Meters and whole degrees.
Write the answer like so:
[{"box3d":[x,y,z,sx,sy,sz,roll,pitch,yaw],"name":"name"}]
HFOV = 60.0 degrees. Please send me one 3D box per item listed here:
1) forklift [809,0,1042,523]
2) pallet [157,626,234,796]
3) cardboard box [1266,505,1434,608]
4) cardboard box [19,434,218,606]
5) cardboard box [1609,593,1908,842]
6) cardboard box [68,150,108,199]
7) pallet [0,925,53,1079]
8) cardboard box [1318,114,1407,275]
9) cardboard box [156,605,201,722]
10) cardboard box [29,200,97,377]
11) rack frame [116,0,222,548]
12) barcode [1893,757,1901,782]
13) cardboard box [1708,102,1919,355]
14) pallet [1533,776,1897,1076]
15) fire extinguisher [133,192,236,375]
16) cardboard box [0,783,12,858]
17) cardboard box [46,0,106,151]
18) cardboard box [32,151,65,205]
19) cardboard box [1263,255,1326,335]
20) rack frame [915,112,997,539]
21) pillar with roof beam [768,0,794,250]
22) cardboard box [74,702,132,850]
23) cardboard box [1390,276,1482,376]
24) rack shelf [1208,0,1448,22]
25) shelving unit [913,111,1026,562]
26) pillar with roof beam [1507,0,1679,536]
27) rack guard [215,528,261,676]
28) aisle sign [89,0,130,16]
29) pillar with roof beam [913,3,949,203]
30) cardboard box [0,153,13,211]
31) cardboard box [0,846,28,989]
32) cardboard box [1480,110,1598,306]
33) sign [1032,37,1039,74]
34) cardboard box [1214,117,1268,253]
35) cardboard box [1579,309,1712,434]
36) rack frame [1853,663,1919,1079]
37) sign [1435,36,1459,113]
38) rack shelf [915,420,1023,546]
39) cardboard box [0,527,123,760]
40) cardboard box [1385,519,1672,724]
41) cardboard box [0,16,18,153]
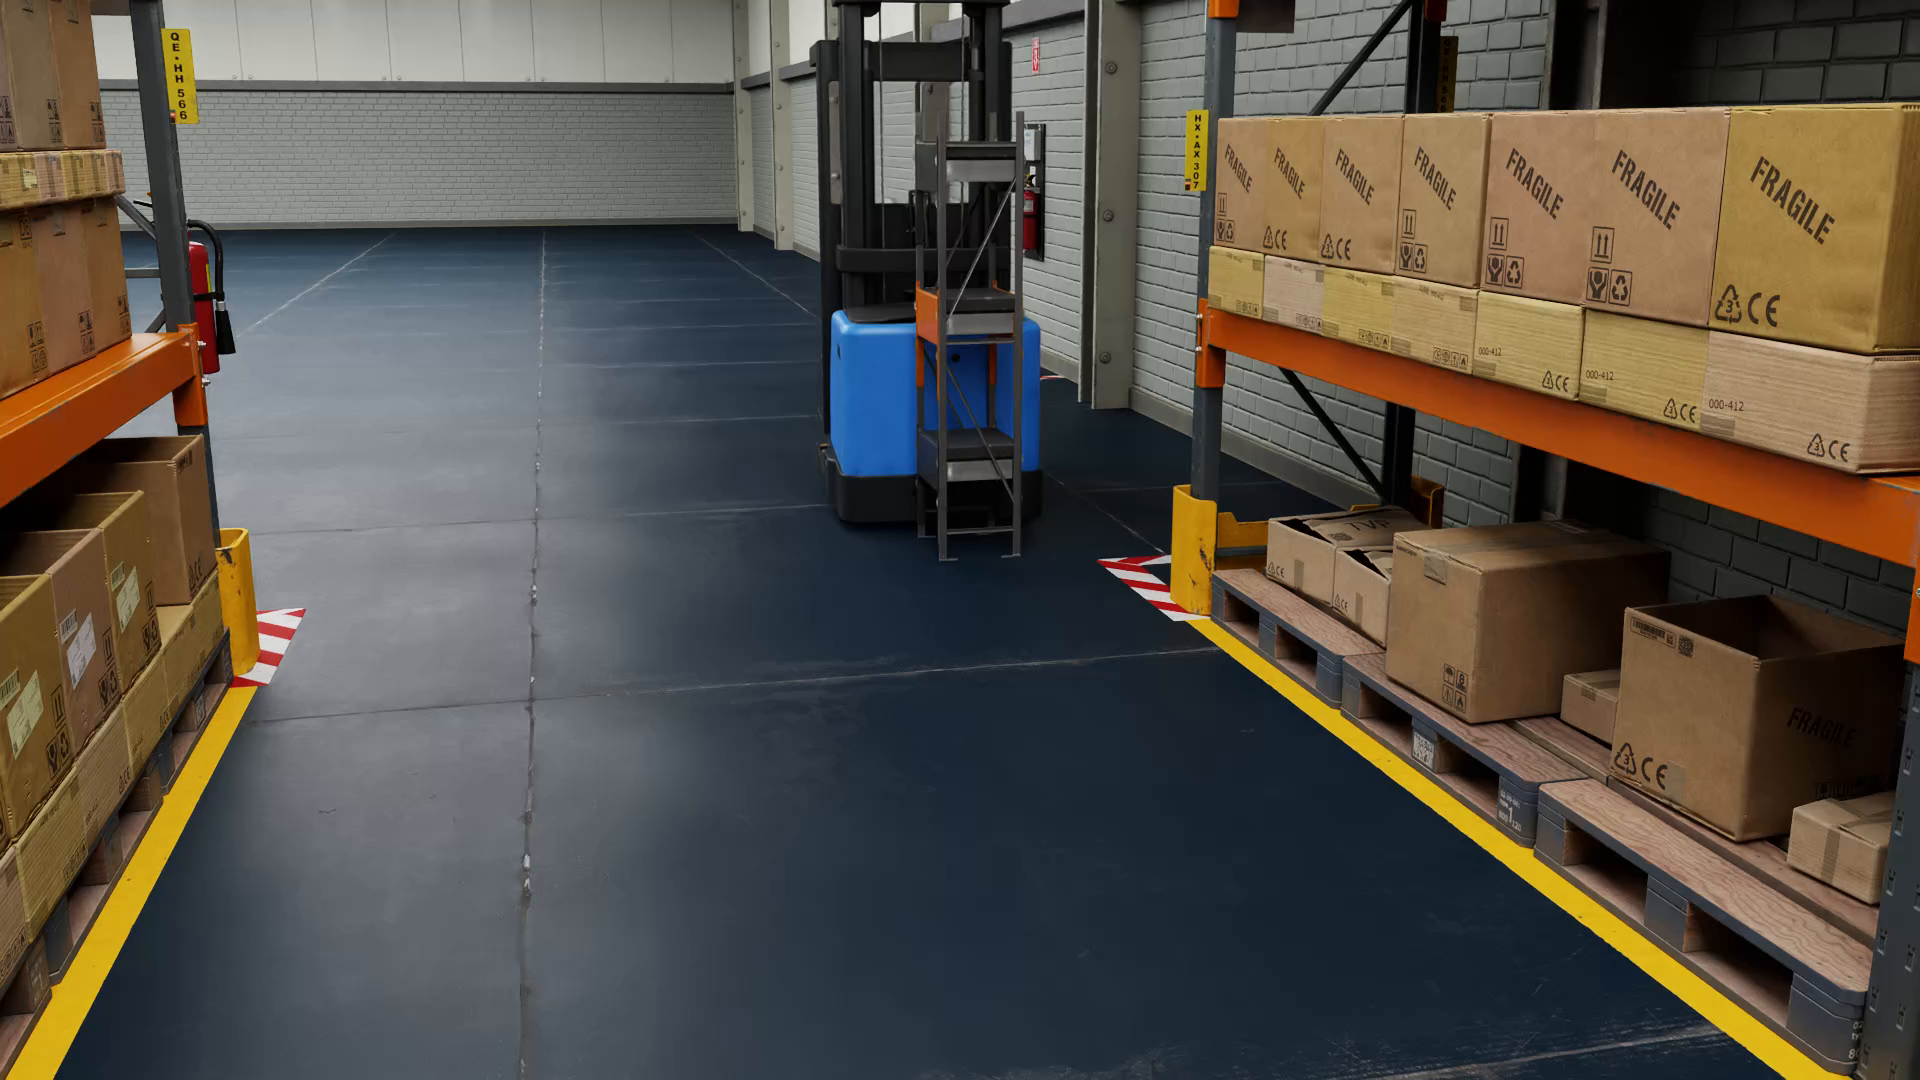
[{"box3d":[-0.288,-1.812,9.668,1.130,2.935,3.031,-2,14,-8],"name":"forklift"},{"box3d":[-3.086,0.585,5.586,1.003,0.211,1.213,-3,14,-13],"name":"pallet"},{"box3d":[1.583,0.037,6.694,0.500,0.311,0.500,-5,15,-20],"name":"cardboard box"},{"box3d":[-2.891,-0.069,5.716,0.500,0.500,0.500,-3,14,-13],"name":"cardboard box"},{"box3d":[2.165,0.466,4.539,0.500,0.500,0.500,-4,14,-17],"name":"cardboard box"},{"box3d":[-2.968,-1.169,5.314,0.380,0.149,0.250,-3,14,-12],"name":"cardboard box"},{"box3d":[-2.513,1.148,3.282,1.003,0.211,1.213,-3,14,-13],"name":"pallet"},{"box3d":[1.550,-1.160,5.550,0.500,0.500,0.500,-4,14,-15],"name":"cardboard box"},{"box3d":[-2.764,0.410,5.335,0.500,0.250,0.500,-3,14,-13],"name":"cardboard box"},{"box3d":[-3.081,-0.762,5.017,0.700,0.500,0.500,-3,14,-12],"name":"cardboard box"},{"box3d":[-3.306,-0.943,5.967,1.000,3.000,0.127,-3,14,-13],"name":"rack frame"},{"box3d":[2.540,0.626,4.473,0.001,0.075,0.075,-3,14,-13],"name":"barcode"},{"box3d":[2.036,-0.690,3.626,0.500,0.500,0.500,-3,14,-13],"name":"cardboard box"},{"box3d":[2.255,0.904,4.281,1.003,0.211,1.213,-3,14,-13],"name":"pallet"},{"box3d":[-2.882,-0.959,6.194,0.296,0.674,0.183,-3,14,-13],"name":"fire extinguisher"},{"box3d":[-2.296,0.508,3.357,0.500,0.500,0.500,-3,14,-13],"name":"cardboard box"},{"box3d":[-3.196,-1.501,5.308,0.700,0.500,0.500,-3,14,-13],"name":"cardboard box"},{"box3d":[-2.851,-1.052,4.835,0.380,0.149,0.250,-3,14,-12],"name":"cardboard box"},{"box3d":[1.450,-0.908,6.096,0.500,0.250,0.500,-4,14,-15],"name":"cardboard box"},{"box3d":[-0.018,-1.038,8.252,0.400,2.100,0.015,-3,14,-13],"name":"rack frame"},{"box3d":[-7.308,-9.318,27.605,9.100,9.000,0.400,-3,14,-13],"name":"pillar with roof beam"},{"box3d":[-2.529,0.641,4.391,0.500,0.250,0.500,-3,14,-13],"name":"cardboard box"},{"box3d":[1.680,-0.673,5.136,0.500,0.250,0.500,-3,14,-13],"name":"cardboard box"},{"box3d":[1.978,-1.866,4.942,1.077,0.370,4.000,-3,14,-13],"name":"rack shelf"},{"box3d":[0.039,-0.982,8.022,0.431,2.100,0.503,-3,14,-13],"name":"shelving unit"},{"box3d":[-1.671,-3.781,4.943,9.100,9.000,0.400,-3,14,-13],"name":"pillar with roof beam"},{"box3d":[-3.312,0.266,6.287,1.175,0.500,0.348,-3,14,-13],"name":"rack guard"},{"box3d":[-3.036,-2.238,5.788,0.394,0.787,0.004,-3,14,-13],"name":"aisle sign"},{"box3d":[-4.490,-6.550,16.274,9.100,9.000,0.400,-3,14,-13],"name":"pillar with roof beam"},{"box3d":[-2.726,-0.931,4.339,0.380,0.149,0.250,-3,14,-12],"name":"cardboard box"},{"box3d":[-2.293,0.872,3.447,0.500,0.250,0.500,-3,14,-13],"name":"cardboard box"},{"box3d":[1.805,-0.922,4.574,0.500,0.500,0.500,-4,14,-15],"name":"cardboard box"},{"box3d":[0.656,-4.197,14.400,0.001,0.298,0.199,-3,14,-13],"name":"sign"},{"box3d":[1.328,-1.394,6.508,0.500,0.500,0.500,-3,14,-13],"name":"cardboard box"},{"box3d":[1.933,-0.442,4.190,0.500,0.250,0.500,-3,14,-13],"name":"cardboard box"},{"box3d":[2.448,-0.297,3.324,1.000,3.000,0.127,-3,14,-13],"name":"rack frame"},{"box3d":[2.052,-1.962,7.034,0.100,0.325,0.005,-3,14,-13],"name":"sign"},{"box3d":[0.039,-0.289,8.191,0.431,0.518,0.480,-3,14,-13],"name":"rack shelf"},{"box3d":[-2.526,0.277,4.303,0.500,0.500,0.500,-3,14,-13],"name":"cardboard box"},{"box3d":[1.841,0.249,5.429,0.700,0.500,0.500,-4,14,-17],"name":"cardboard box"},{"box3d":[-2.949,-1.264,4.337,0.700,0.500,0.500,-3,14,-13],"name":"cardboard box"}]
